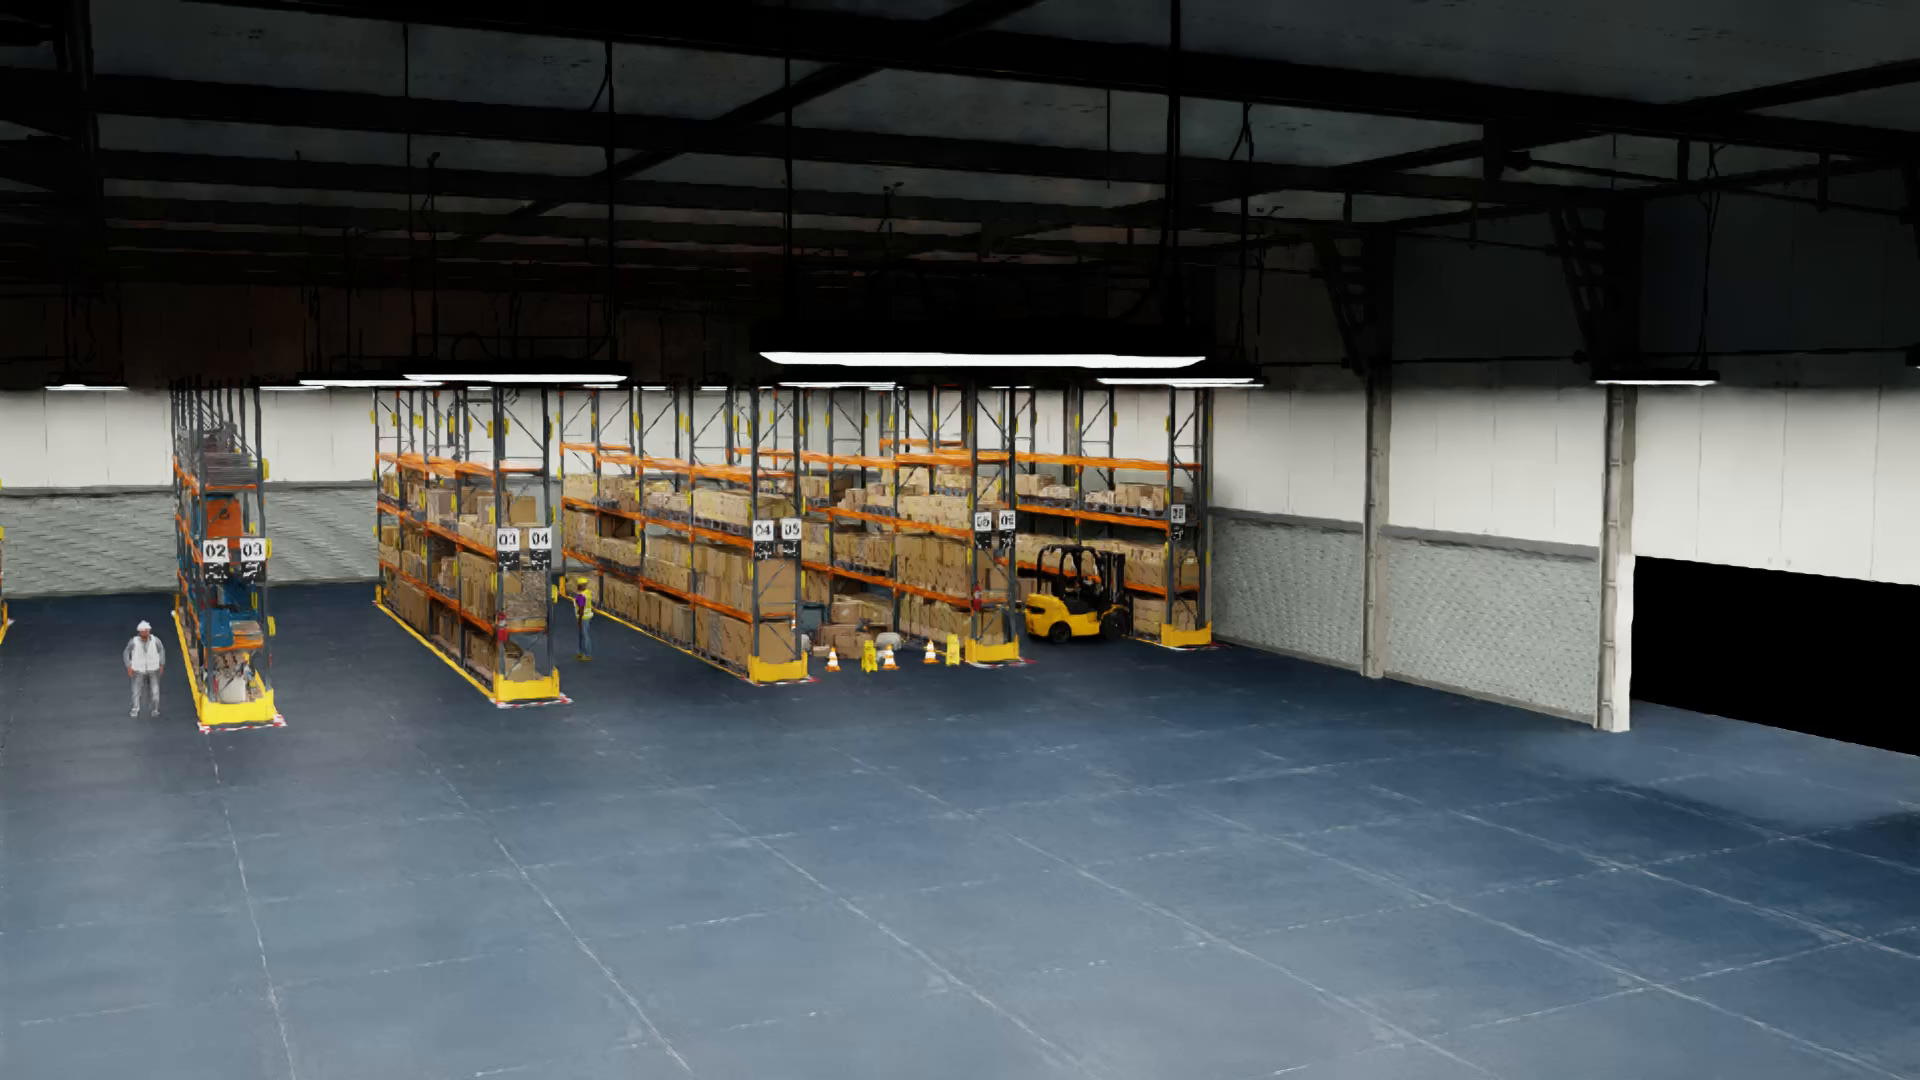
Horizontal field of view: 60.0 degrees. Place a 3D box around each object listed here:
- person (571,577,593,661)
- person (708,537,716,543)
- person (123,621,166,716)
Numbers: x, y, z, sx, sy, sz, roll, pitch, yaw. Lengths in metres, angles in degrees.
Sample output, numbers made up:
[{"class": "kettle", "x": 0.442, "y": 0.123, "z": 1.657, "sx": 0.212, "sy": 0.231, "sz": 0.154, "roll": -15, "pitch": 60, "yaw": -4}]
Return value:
[{"class": "person", "x": -8.093, "y": 1.671, "z": 35.510, "sx": 0.497, "sy": 1.765, "sz": 0.625, "roll": 0, "pitch": 5, "yaw": 3}, {"class": "person", "x": -7.116, "y": 0.670, "z": 47.695, "sx": 0.473, "sy": 1.597, "sz": 0.600, "roll": -3, "pitch": 6, "yaw": -27}, {"class": "person", "x": -14.345, "y": 2.266, "z": 29.292, "sx": 0.663, "sy": 1.726, "sz": 0.574, "roll": -3, "pitch": 6, "yaw": -28}]
